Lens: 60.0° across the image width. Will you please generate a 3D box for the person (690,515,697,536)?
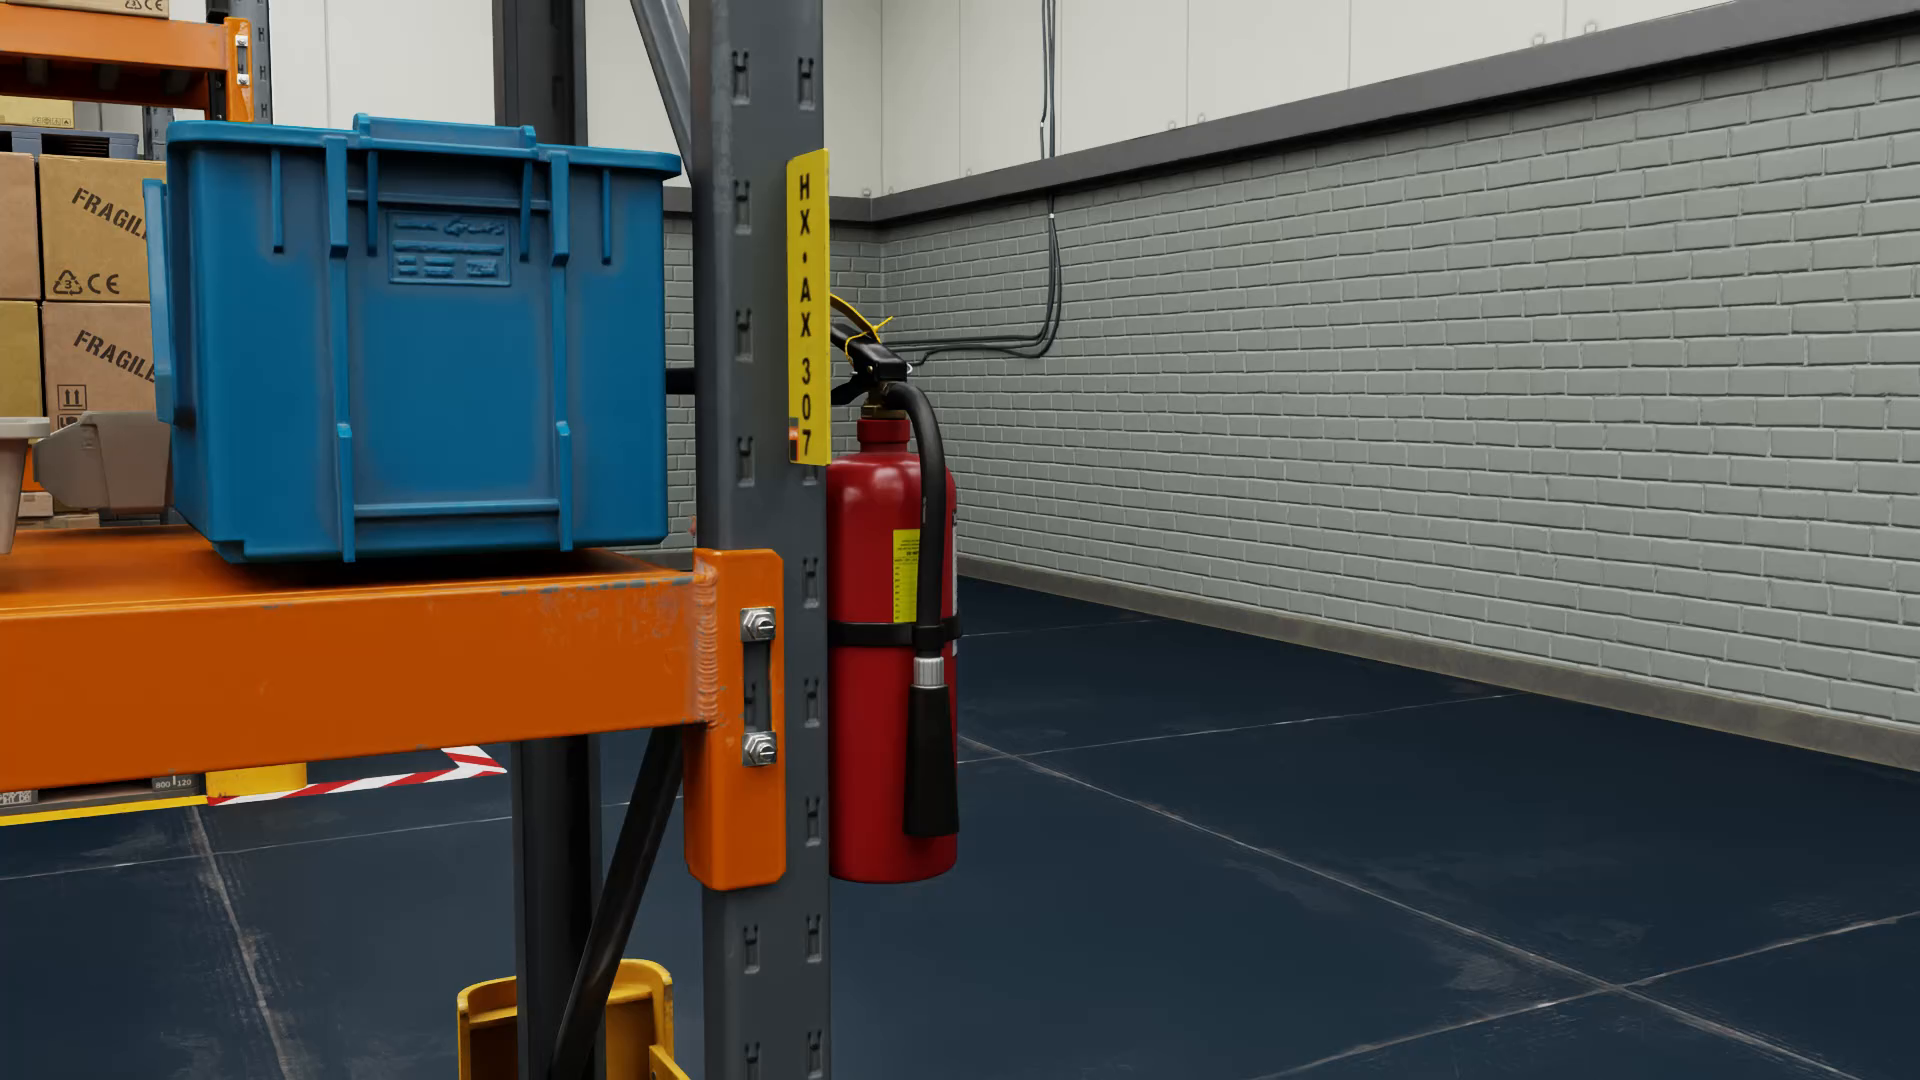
[{"bbox_3d":[-1.170,-0.102,8.776,0.680,1.592,0.570,2,5,16],"label":"person"}]
